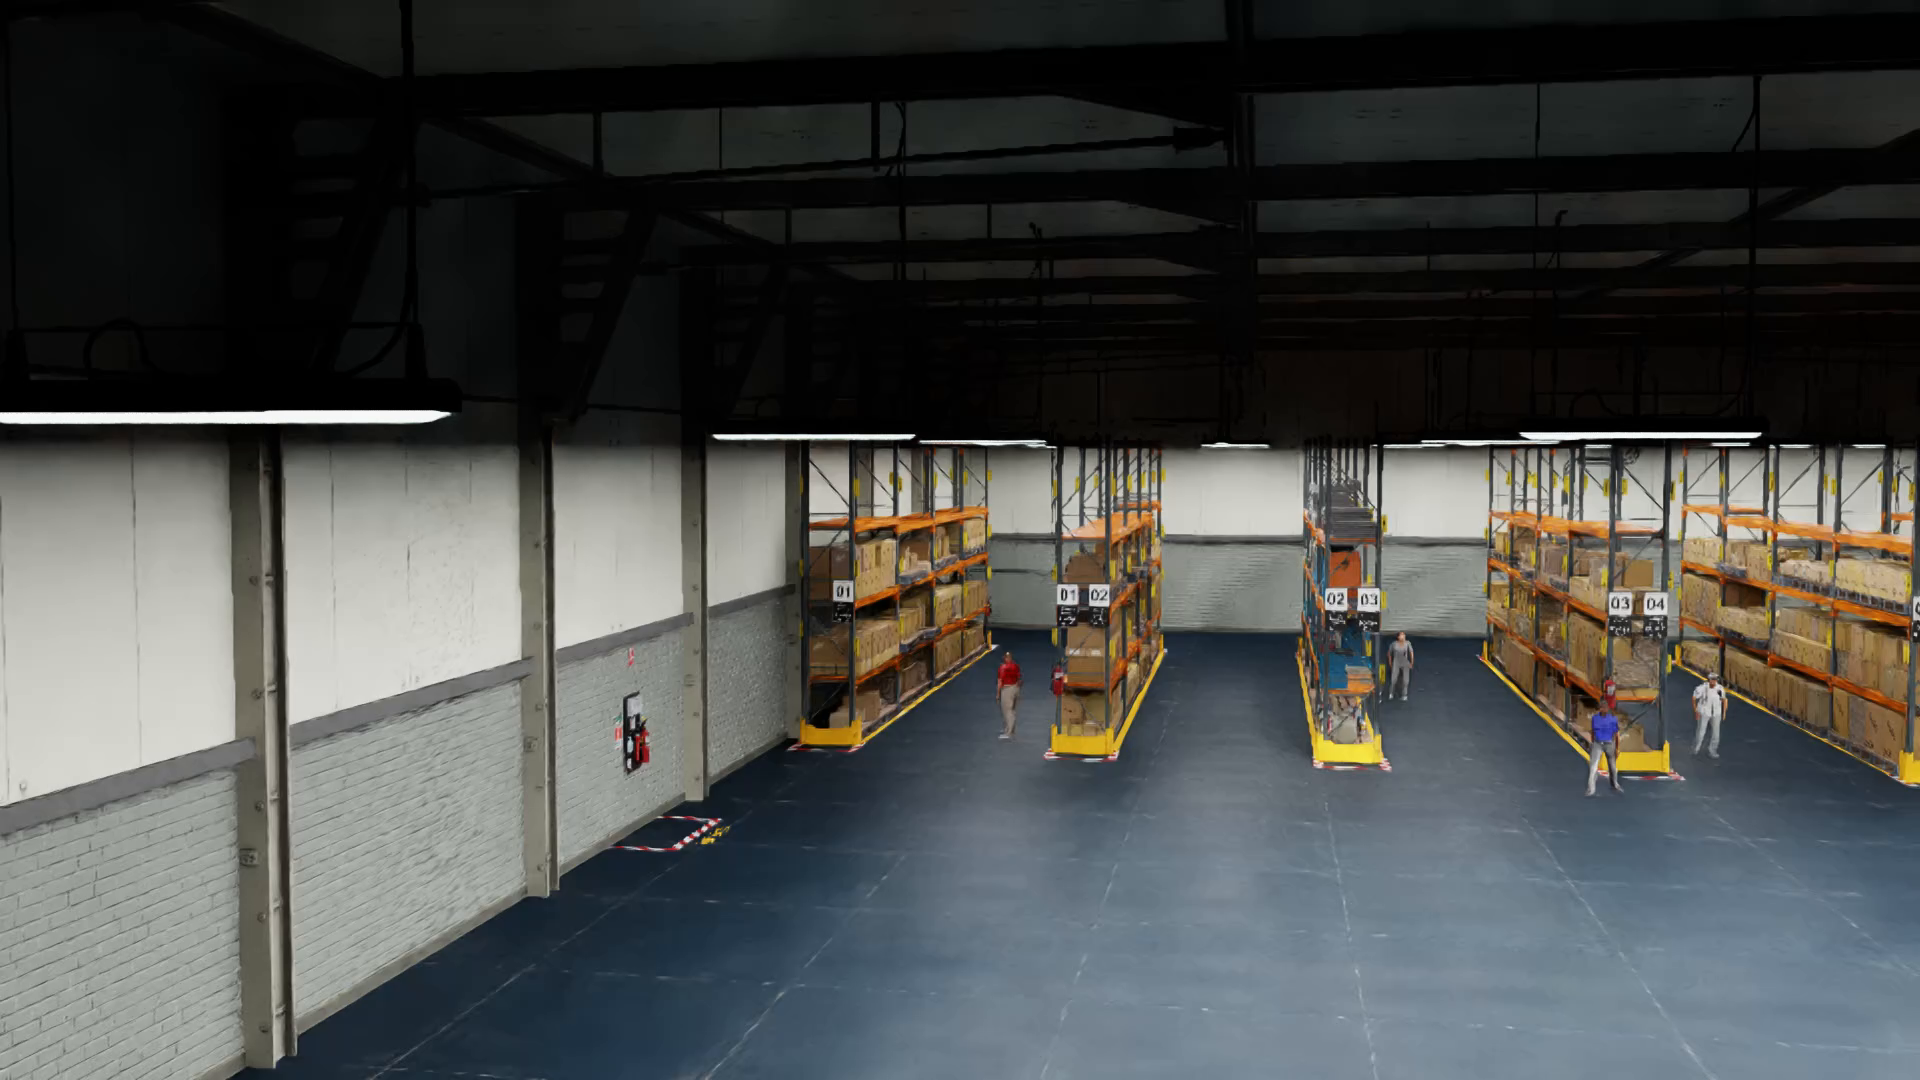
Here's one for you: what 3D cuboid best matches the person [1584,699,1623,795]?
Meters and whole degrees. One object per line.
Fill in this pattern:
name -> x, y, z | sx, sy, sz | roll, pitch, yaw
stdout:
person -> 10.707, 3.428, 27.621 | 0.498, 1.599, 0.944 | 2, 4, 33

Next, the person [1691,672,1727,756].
person -> 13.979, 3.247, 31.018 | 0.625, 1.611, 0.575 | 0, 3, 8

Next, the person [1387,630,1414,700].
person -> 10.095, 2.859, 38.123 | 0.580, 1.617, 0.503 | 0, 3, 7

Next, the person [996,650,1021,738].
person -> 0.942, 3.104, 33.142 | 0.586, 1.621, 0.654 | 3, 4, 43
